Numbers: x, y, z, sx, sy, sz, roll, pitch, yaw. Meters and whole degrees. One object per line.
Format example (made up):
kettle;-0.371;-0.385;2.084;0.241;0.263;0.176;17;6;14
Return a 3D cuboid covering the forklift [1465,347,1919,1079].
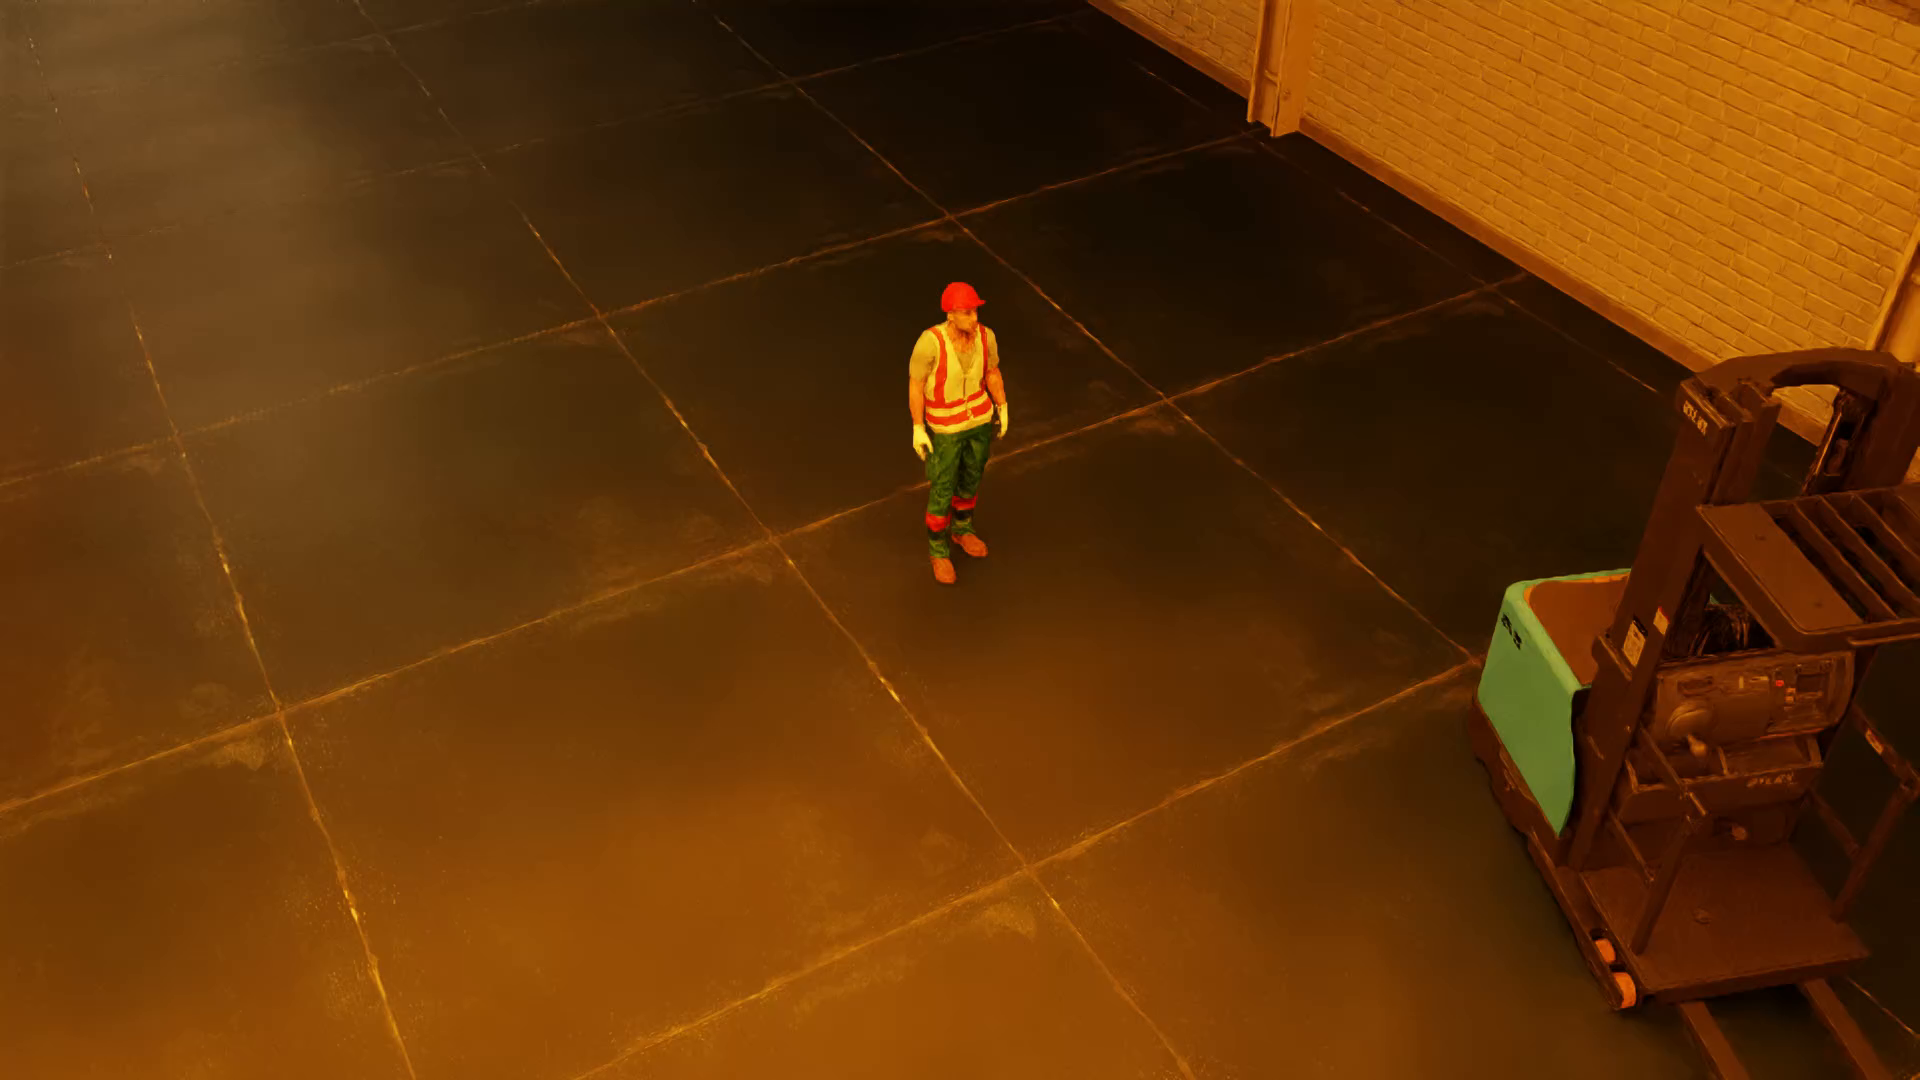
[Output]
forklift;3.499;0.784;7.090;1.130;2.935;3.031;-7;40;-8

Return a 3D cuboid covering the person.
person;0.031;-0.646;9.699;0.637;1.787;0.563;-20;44;-23
